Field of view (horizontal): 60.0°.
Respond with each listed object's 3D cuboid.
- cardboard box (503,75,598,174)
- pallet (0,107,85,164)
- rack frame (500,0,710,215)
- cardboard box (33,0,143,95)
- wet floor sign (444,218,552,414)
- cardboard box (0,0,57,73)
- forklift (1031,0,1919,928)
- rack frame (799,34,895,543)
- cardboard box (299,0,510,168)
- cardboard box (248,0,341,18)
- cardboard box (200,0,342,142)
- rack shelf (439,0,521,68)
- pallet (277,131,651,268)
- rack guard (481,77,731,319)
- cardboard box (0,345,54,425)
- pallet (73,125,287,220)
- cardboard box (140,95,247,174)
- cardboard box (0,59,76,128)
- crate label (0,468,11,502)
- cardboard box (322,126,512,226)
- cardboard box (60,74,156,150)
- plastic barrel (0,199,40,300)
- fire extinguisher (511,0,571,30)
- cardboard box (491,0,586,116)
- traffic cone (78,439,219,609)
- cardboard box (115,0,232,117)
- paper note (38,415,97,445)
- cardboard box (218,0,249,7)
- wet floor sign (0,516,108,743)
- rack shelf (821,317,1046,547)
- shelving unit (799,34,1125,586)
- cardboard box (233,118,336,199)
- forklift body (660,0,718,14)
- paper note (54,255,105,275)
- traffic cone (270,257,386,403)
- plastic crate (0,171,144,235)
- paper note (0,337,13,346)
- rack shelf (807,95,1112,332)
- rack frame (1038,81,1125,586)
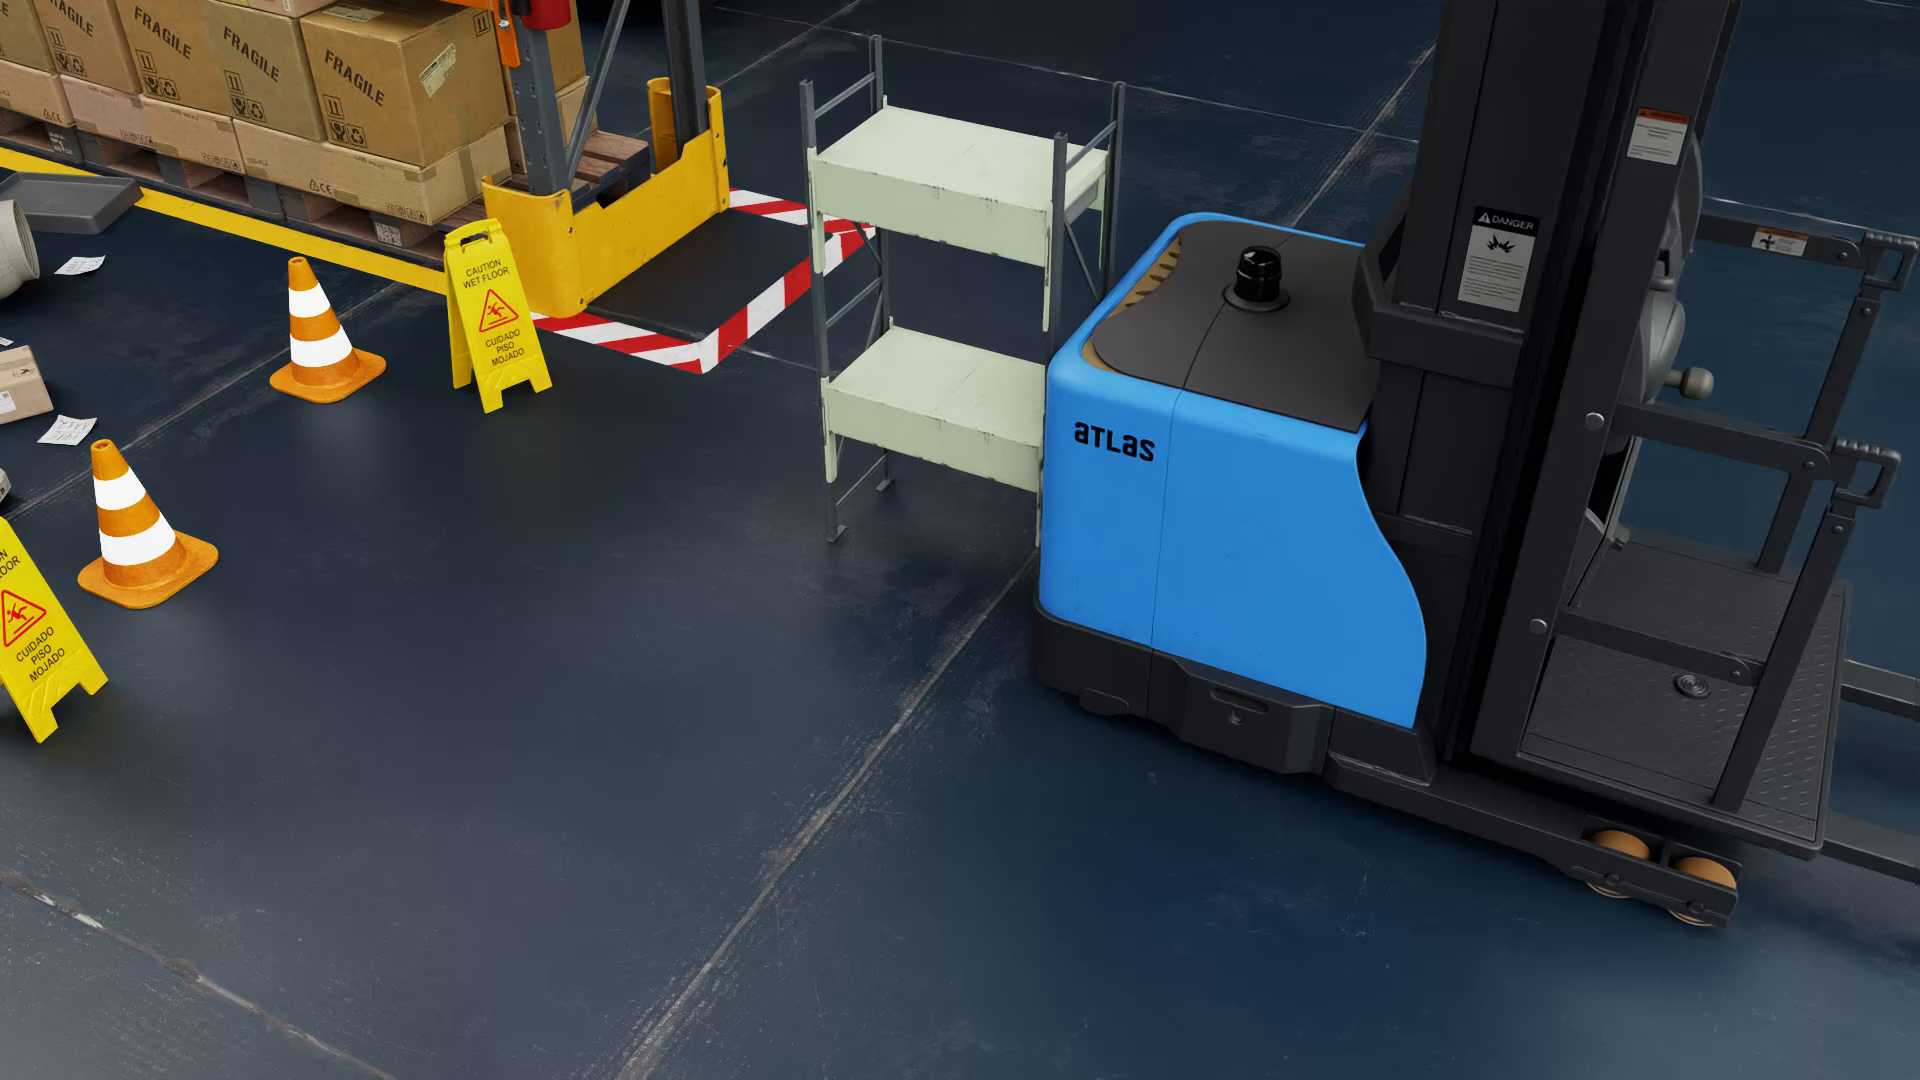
[{"bbox_3d":[-1.907,-1.814,7.086,0.500,0.250,0.500,17,40,21],"label":"cardboard box"},{"bbox_3d":[-4.257,-2.203,7.978,1.213,0.211,1.003,17,41,21],"label":"pallet"},{"bbox_3d":[-1.318,-2.369,5.891,0.127,3.000,1.000,17,41,21],"label":"rack frame"},{"bbox_3d":[-3.530,-2.256,7.047,0.500,0.500,0.500,20,41,24],"label":"cardboard box"},{"bbox_3d":[-1.641,-0.804,5.776,0.267,0.644,0.232,-29,46,-33],"label":"wet floor sign"},{"bbox_3d":[-3.989,-2.401,7.239,0.500,0.500,0.500,19,41,23],"label":"cardboard box"},{"bbox_3d":[1.753,-0.605,3.623,3.031,2.935,1.130,17,40,21],"label":"forklift"},{"bbox_3d":[-0.319,-0.697,4.928,0.023,1.500,0.400,17,41,21],"label":"rack frame"},{"bbox_3d":[-2.149,-1.823,6.477,0.500,0.500,0.500,18,41,22],"label":"cardboard box"},{"bbox_3d":[-2.506,-2.147,6.368,0.250,0.149,0.380,19,41,23],"label":"cardboard box"},{"bbox_3d":[-2.614,-1.966,6.666,0.500,0.500,0.500,19,41,23],"label":"cardboard box"},{"bbox_3d":[-3.094,-2.639,6.841,4.000,0.370,1.077,17,41,21],"label":"rack shelf"},{"bbox_3d":[-2.091,-1.525,7.084,1.213,0.211,1.003,17,41,21],"label":"pallet"},{"bbox_3d":[-1.385,-1.395,6.674,0.348,0.500,1.175,17,41,21],"label":"rack guard"},{"bbox_3d":[-3.410,-0.514,5.804,0.380,0.149,0.250,-21,42,-25],"label":"cardboard box"},{"bbox_3d":[-3.170,-1.865,7.532,1.213,0.211,1.003,17,41,21],"label":"pallet"},{"bbox_3d":[-3.083,-1.813,7.084,0.500,0.250,0.500,16,40,20],"label":"cardboard box"},{"bbox_3d":[-3.991,-2.102,7.466,0.500,0.250,0.500,20,41,24],"label":"cardboard box"},{"bbox_3d":[-3.228,-0.151,5.336,0.298,0.136,0.250,-2,37,-2],"label":"crate label"},{"bbox_3d":[-2.181,-1.529,6.710,0.500,0.250,0.500,17,40,21],"label":"cardboard box"},{"bbox_3d":[-3.519,-1.956,7.273,0.500,0.250,0.500,17,40,21],"label":"cardboard box"},{"bbox_3d":[-3.848,-1.105,6.355,0.512,0.421,0.421,-14,39,-18],"label":"plastic barrel"},{"bbox_3d":[-1.428,-2.059,5.546,0.183,0.674,0.296,17,41,21],"label":"fire extinguisher"},{"bbox_3d":[-1.928,-2.119,6.868,0.500,0.500,0.500,16,40,20],"label":"cardboard box"},{"bbox_3d":[-2.502,-0.096,4.993,0.334,0.463,0.336,17,41,21],"label":"traffic cone"},{"bbox_3d":[-3.059,-2.110,6.856,0.500,0.500,0.500,16,40,20],"label":"cardboard box"},{"bbox_3d":[-3.073,-0.381,5.727,0.142,0.019,0.148,4,37,6],"label":"paper note"},{"bbox_3d":[-2.728,-2.219,6.462,0.250,0.149,0.380,18,41,22],"label":"cardboard box"},{"bbox_3d":[-2.568,0.199,4.454,0.232,0.644,0.267,11,38,14],"label":"wet floor sign"},{"bbox_3d":[0.006,-0.336,4.991,0.720,0.370,0.431,17,41,21],"label":"rack shelf"},{"bbox_3d":[0.006,-0.596,4.794,0.755,1.500,0.431,17,41,21],"label":"shelving unit"},{"bbox_3d":[-2.616,-1.670,6.896,0.500,0.250,0.500,18,41,22],"label":"cardboard box"},{"bbox_3d":[-1.561,-4.245,9.064,1.214,2.155,2.313,17,41,21],"label":"forklift body"},{"bbox_3d":[-3.536,-1.109,6.686,0.148,0.019,0.142,4,37,6],"label":"paper note"},{"bbox_3d":[-2.293,-0.786,5.903,0.334,0.463,0.336,17,41,21],"label":"traffic cone"},{"bbox_3d":[-3.853,-1.442,7.083,0.583,0.080,0.402,4,37,6],"label":"plastic crate"},{"bbox_3d":[-3.600,-0.749,6.229,0.123,0.001,0.032,17,41,21],"label":"paper note"},{"bbox_3d":[0.006,-0.906,4.558,0.720,0.370,0.431,17,41,21],"label":"rack shelf"},{"bbox_3d":[0.331,-0.494,4.660,0.023,1.500,0.400,17,41,21],"label":"rack frame"}]
